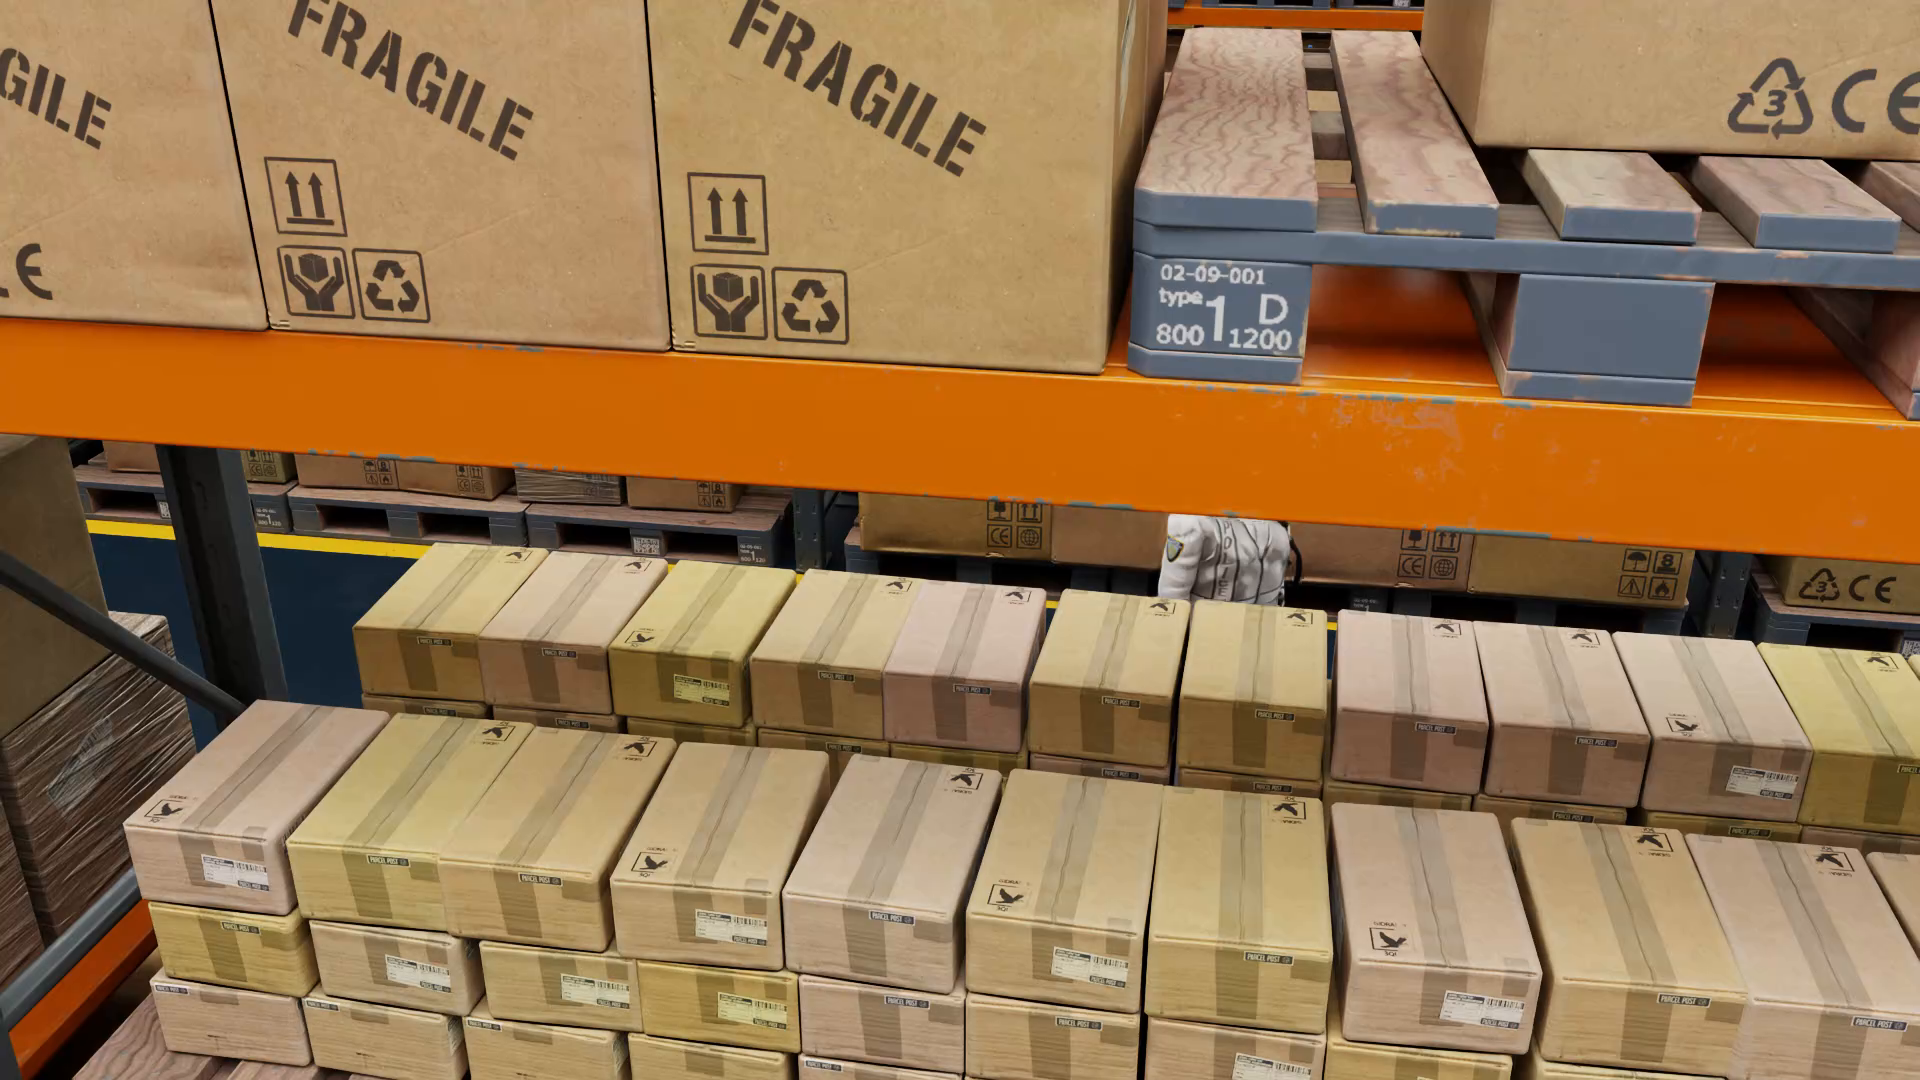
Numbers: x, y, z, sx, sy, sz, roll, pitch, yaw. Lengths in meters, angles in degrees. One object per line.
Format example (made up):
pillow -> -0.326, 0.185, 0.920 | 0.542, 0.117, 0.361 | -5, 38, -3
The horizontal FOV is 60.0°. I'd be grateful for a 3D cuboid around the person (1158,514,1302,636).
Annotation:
person -> 0.878, 0.352, 5.341 | 0.540, 1.695, 0.404 | -15, 29, -29
